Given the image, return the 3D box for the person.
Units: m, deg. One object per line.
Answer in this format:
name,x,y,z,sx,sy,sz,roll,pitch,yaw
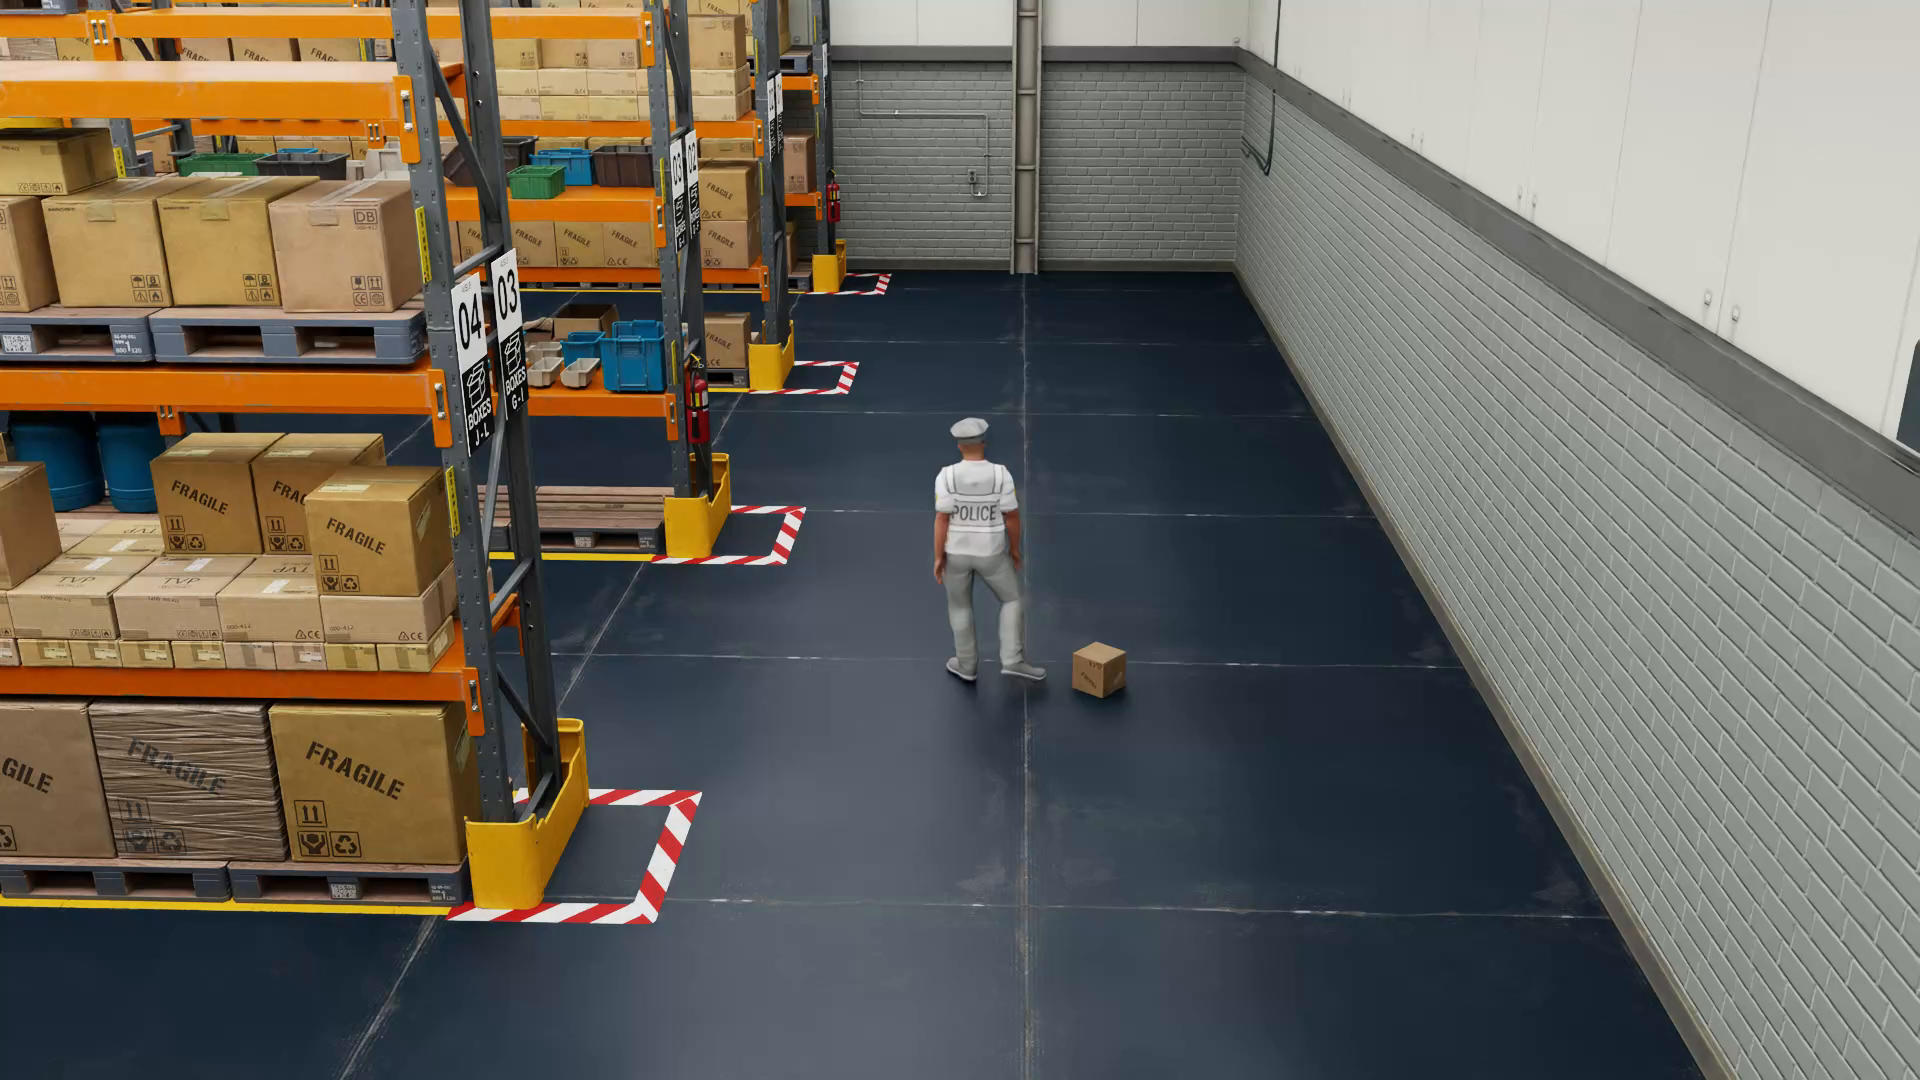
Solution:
person,0.198,0.098,10.801,0.736,1.743,0.559,0,21,0
